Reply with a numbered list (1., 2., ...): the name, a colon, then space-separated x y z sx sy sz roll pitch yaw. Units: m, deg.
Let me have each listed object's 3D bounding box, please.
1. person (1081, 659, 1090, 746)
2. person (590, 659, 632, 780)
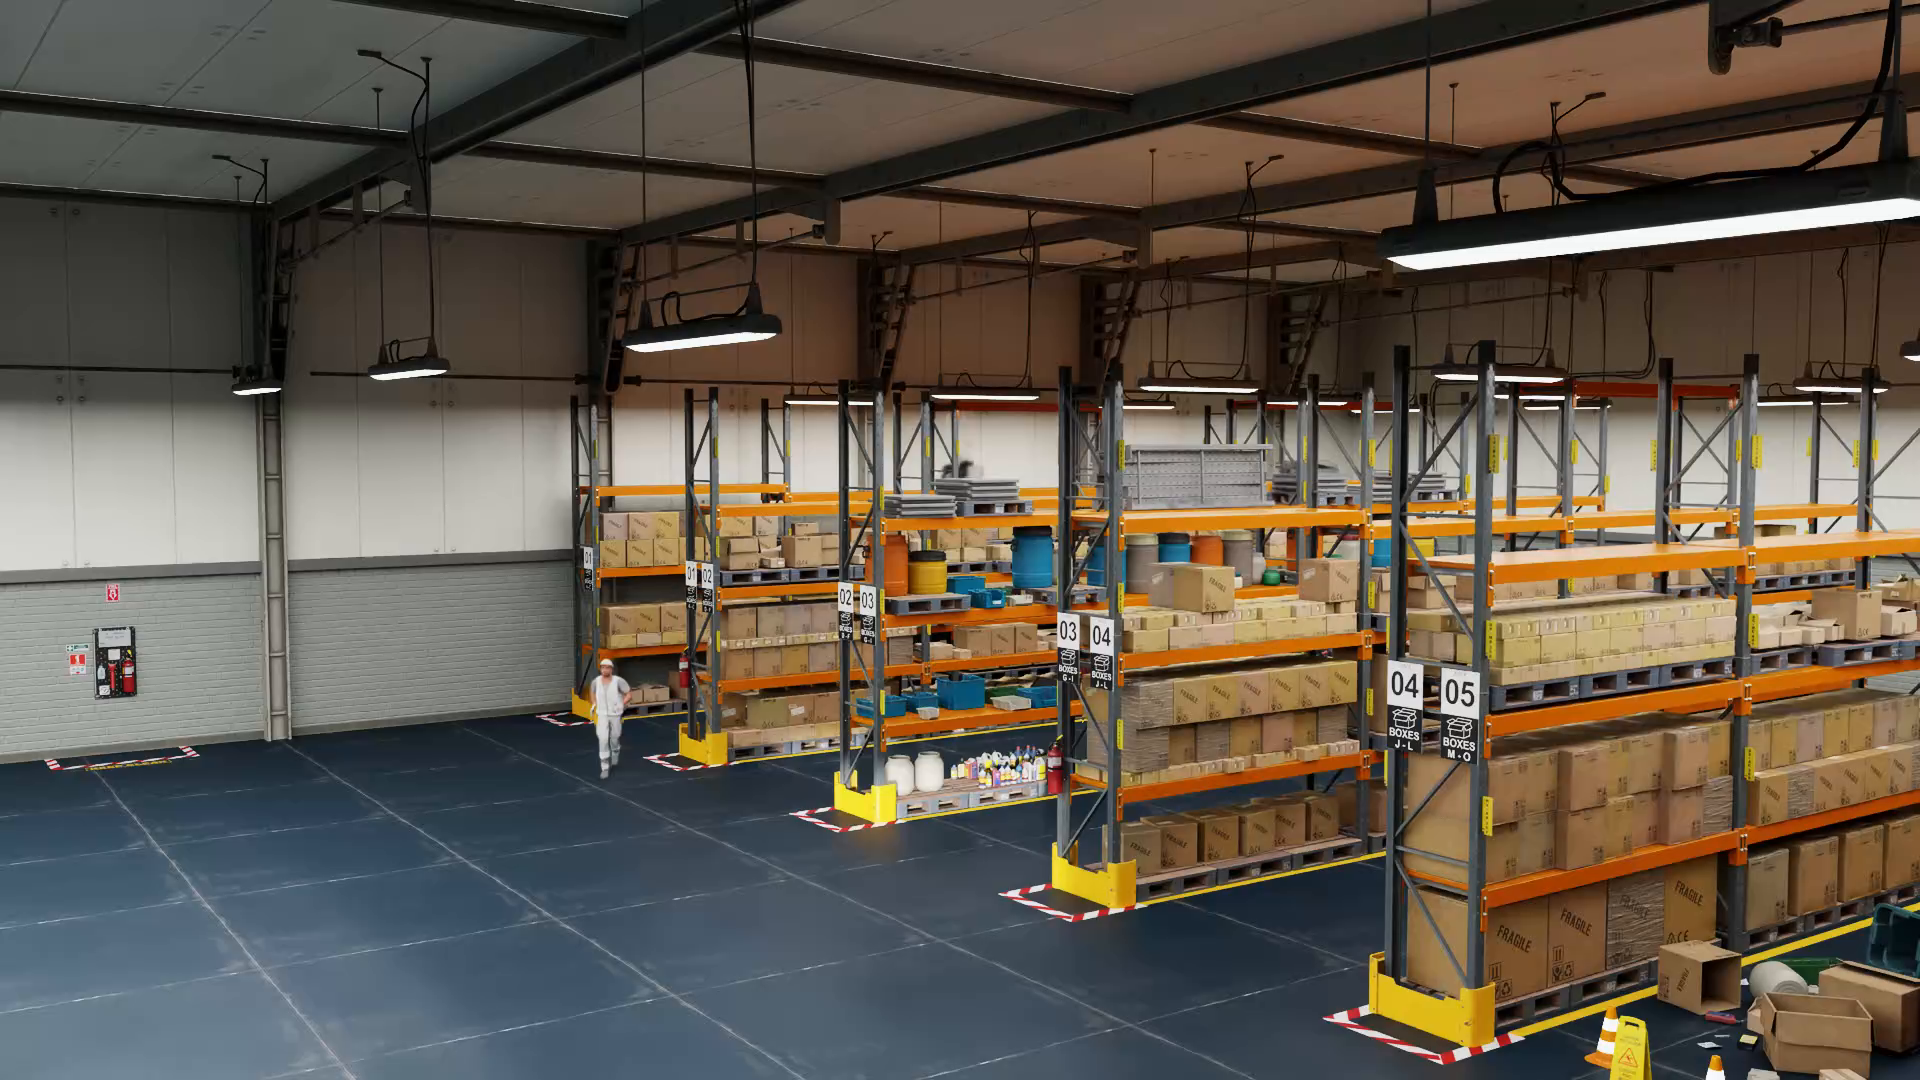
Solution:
1. person: 2.256 2.703 28.013 0.559 1.550 0.532 -3 5 -42
2. person: -5.388 2.723 25.683 0.652 1.810 0.865 0 3 -2
